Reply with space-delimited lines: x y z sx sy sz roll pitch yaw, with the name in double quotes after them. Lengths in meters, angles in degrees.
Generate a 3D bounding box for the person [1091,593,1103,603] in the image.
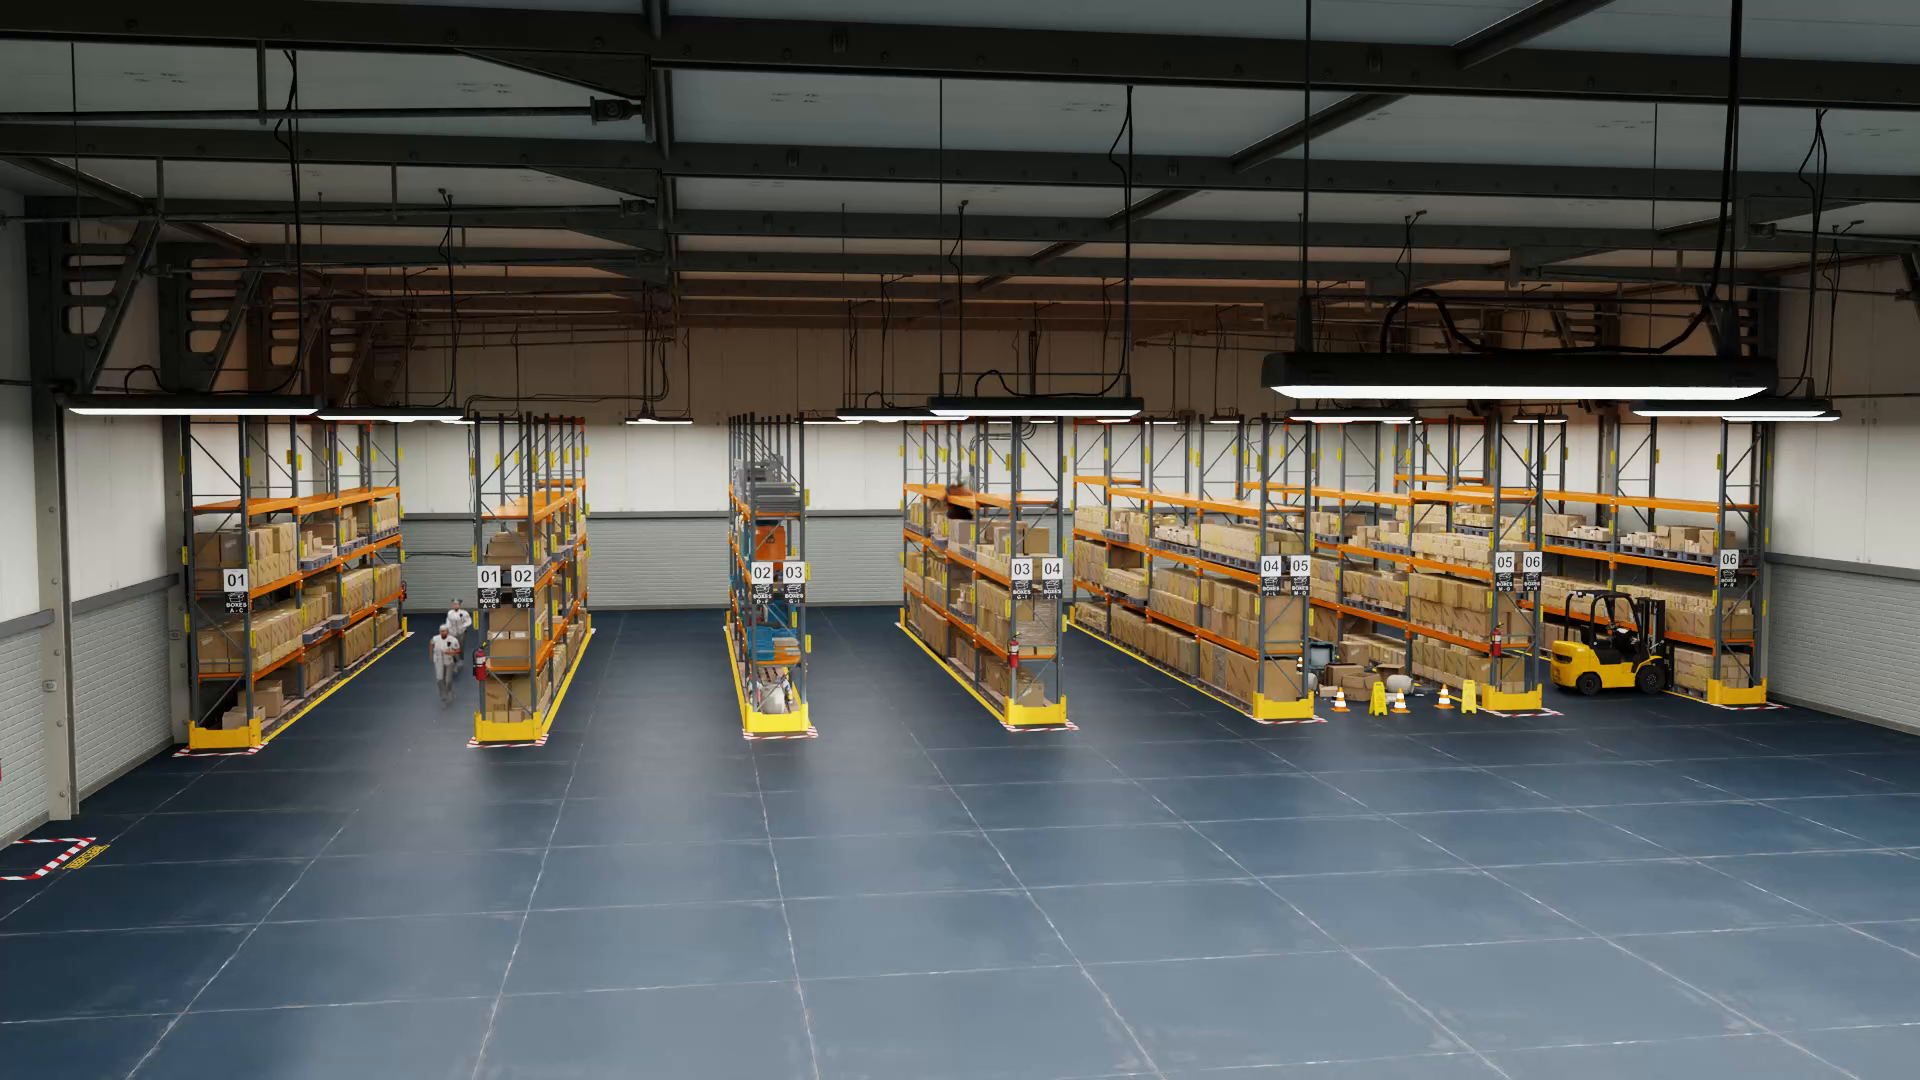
4.152 1.458 49.756 0.802 1.757 0.714 2 4 28 "person"

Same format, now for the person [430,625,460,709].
-10.590 2.581 34.226 0.627 1.713 0.861 -1 4 -9 "person"

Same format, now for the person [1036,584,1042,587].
2.138 1.603 47.322 0.761 1.763 0.981 1 4 12 "person"

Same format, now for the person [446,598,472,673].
-11.762 2.224 39.062 0.603 1.740 0.790 -1 4 -9 "person"
